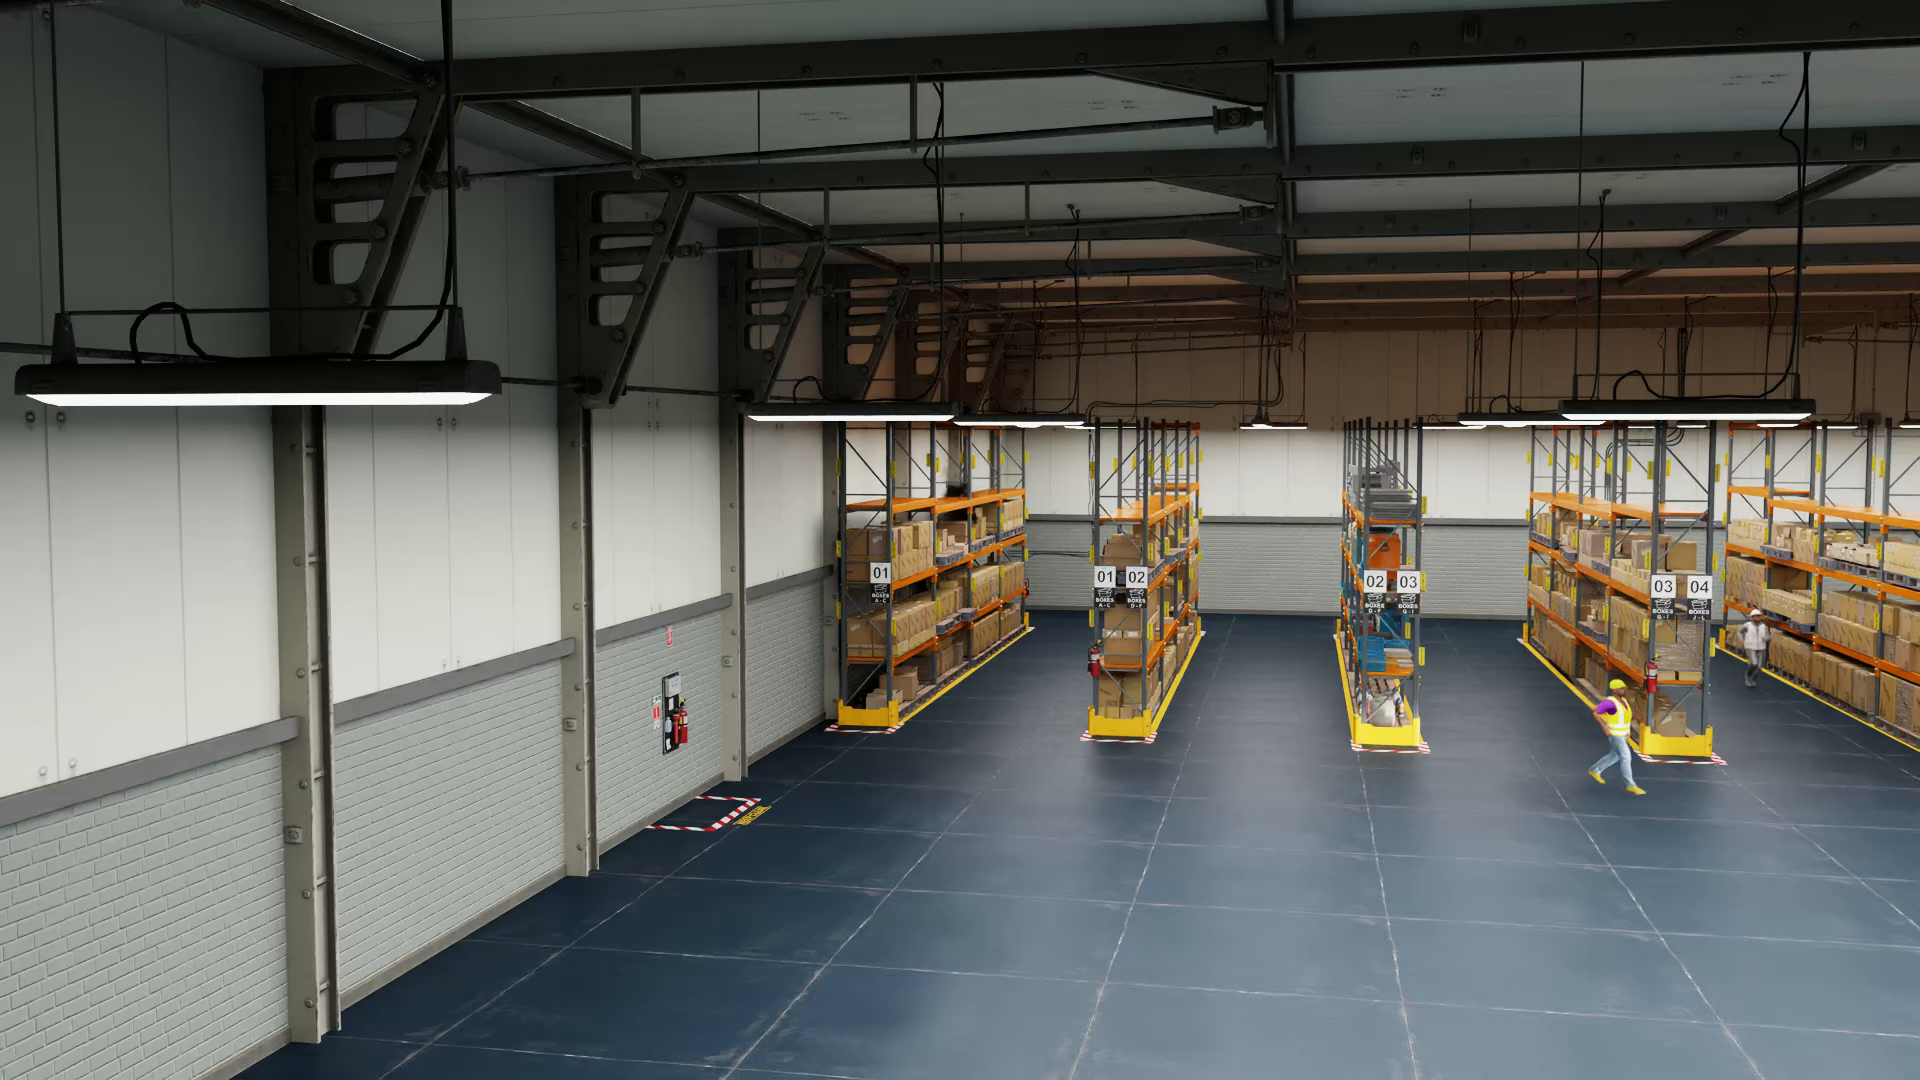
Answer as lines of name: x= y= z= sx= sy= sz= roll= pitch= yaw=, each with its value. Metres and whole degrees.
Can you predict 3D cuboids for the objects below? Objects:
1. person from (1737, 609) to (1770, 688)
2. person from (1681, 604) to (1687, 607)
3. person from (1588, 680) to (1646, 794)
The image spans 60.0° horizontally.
person: x=17.748 y=2.429 z=37.118 sx=0.630 sy=1.752 sz=0.676 roll=0 pitch=4 yaw=4
person: x=18.651 y=2.146 z=42.845 sx=0.603 sy=1.636 sz=0.812 roll=1 pitch=4 yaw=14
person: x=10.461 y=3.095 z=26.440 sx=0.980 sy=1.759 sz=0.699 roll=3 pitch=5 yaw=43
